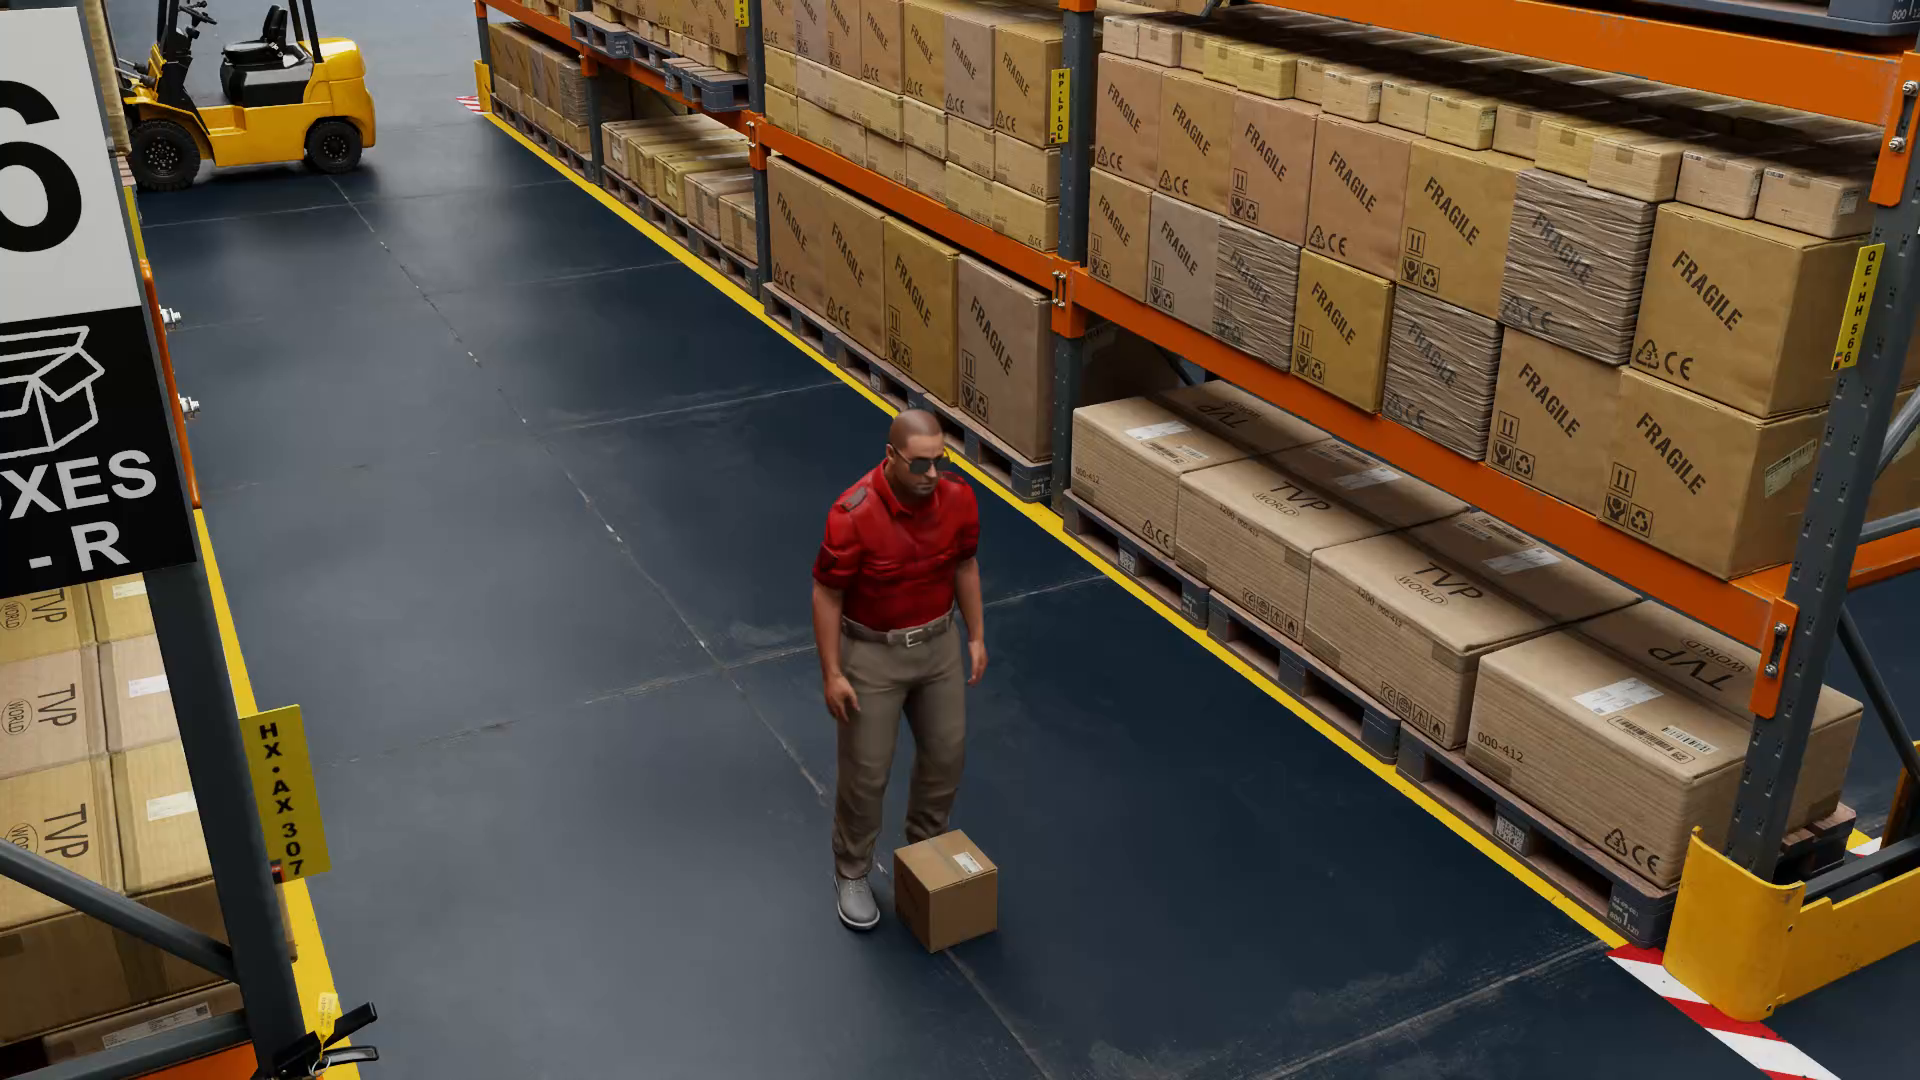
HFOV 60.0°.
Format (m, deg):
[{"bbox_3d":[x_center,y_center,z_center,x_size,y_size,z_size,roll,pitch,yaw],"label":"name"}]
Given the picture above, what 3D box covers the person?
[{"bbox_3d":[-0.181,0.381,5.321,0.594,1.726,0.386,-13,28,-26],"label":"person"}]
